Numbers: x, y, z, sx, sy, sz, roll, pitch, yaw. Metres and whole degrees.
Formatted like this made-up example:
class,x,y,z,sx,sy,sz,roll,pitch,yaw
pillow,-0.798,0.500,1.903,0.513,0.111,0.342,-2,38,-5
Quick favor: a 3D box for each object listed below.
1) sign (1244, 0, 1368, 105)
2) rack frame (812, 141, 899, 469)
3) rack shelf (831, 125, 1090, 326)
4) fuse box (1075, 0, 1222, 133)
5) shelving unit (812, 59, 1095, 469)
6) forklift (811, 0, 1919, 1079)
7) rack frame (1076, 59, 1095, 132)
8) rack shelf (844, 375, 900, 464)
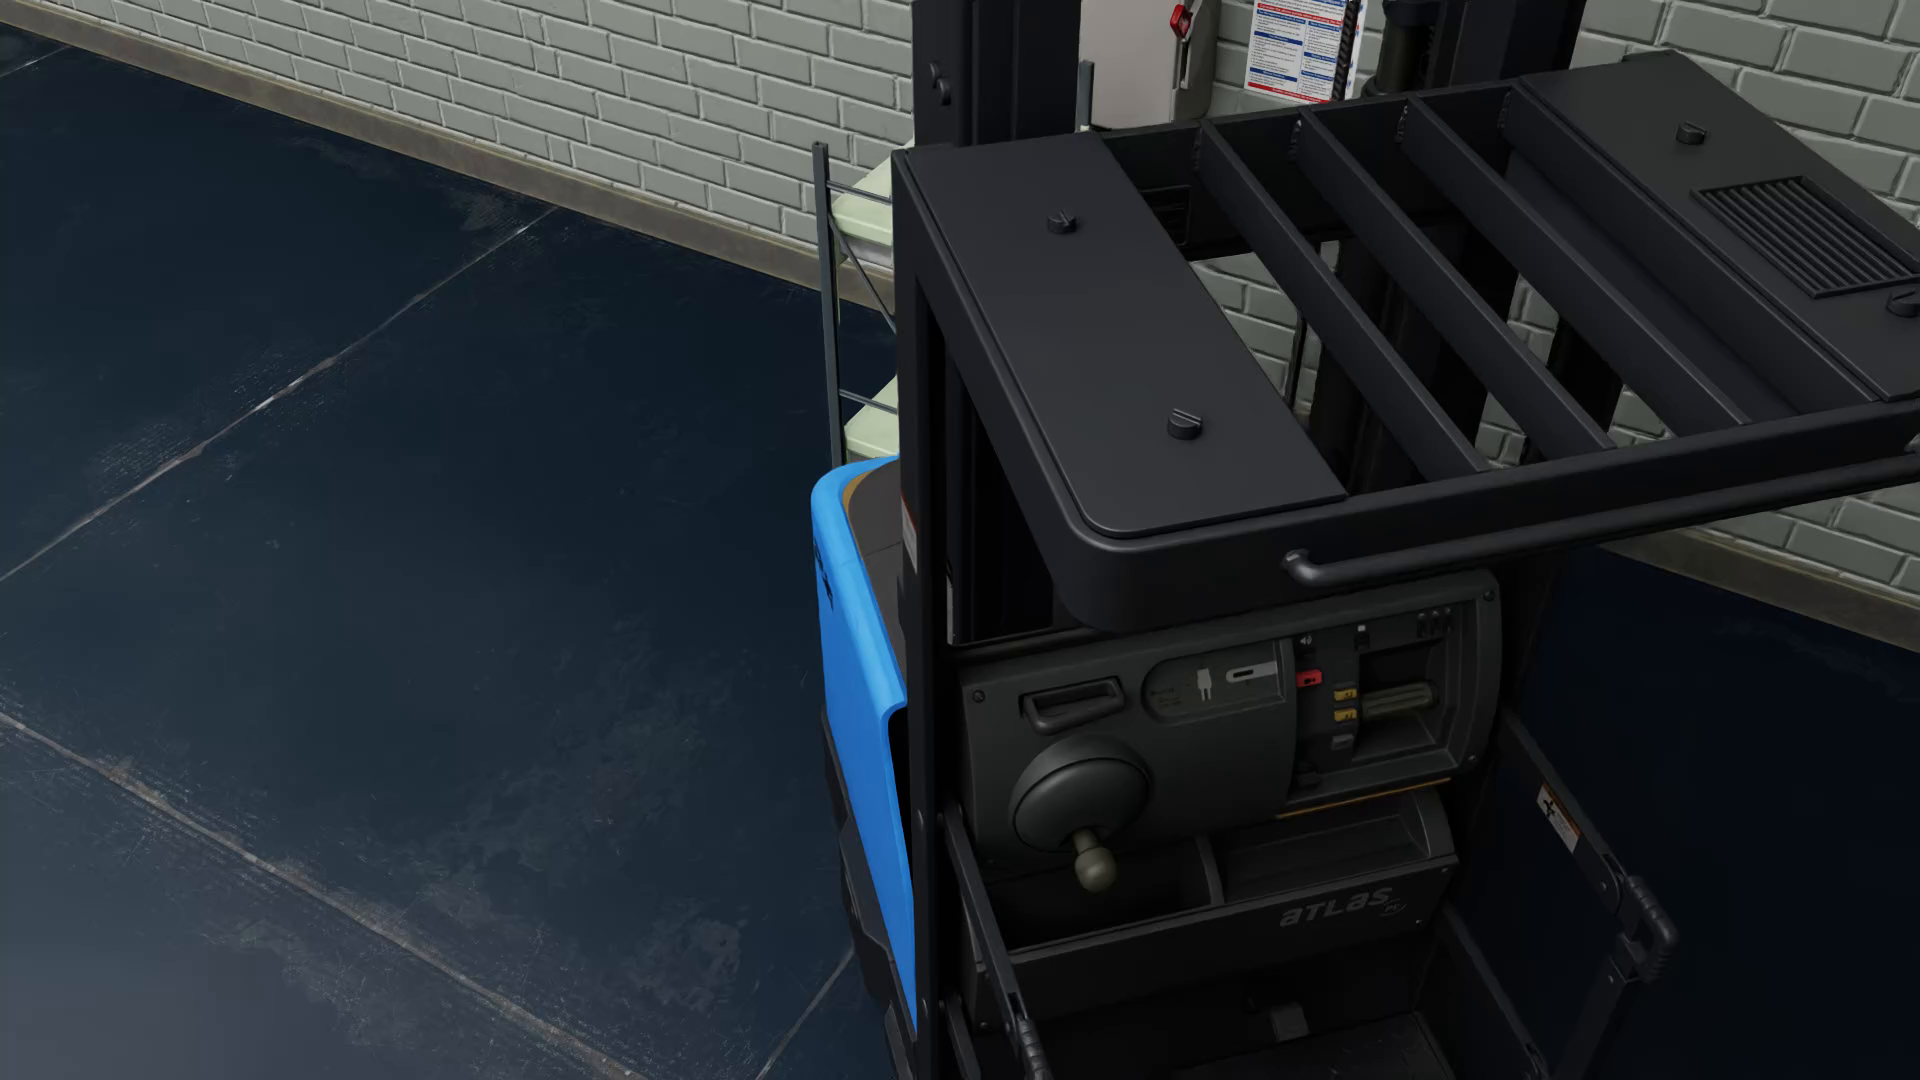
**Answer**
class,x,y,z,sx,sy,sz,roll,pitch,yaw
sign,0.987,-1.476,4.729,0.329,0.494,0.001,21,45,22
rack frame,-0.186,-0.350,4.512,0.400,1.500,0.023,21,45,22
rack shelf,-0.003,-0.852,4.492,0.431,0.370,0.720,21,45,22
fuse box,0.456,-1.073,5.174,0.539,1.711,0.414,21,45,22
shelving unit,-0.003,-0.559,4.750,0.431,1.500,0.755,21,45,22
forklift,0.517,0.398,2.580,1.130,2.935,3.031,-10,42,-11
rack frame,0.180,-0.768,4.988,0.400,1.500,0.023,21,45,22
rack shelf,-0.003,-0.314,4.965,0.431,0.370,0.720,21,45,22
